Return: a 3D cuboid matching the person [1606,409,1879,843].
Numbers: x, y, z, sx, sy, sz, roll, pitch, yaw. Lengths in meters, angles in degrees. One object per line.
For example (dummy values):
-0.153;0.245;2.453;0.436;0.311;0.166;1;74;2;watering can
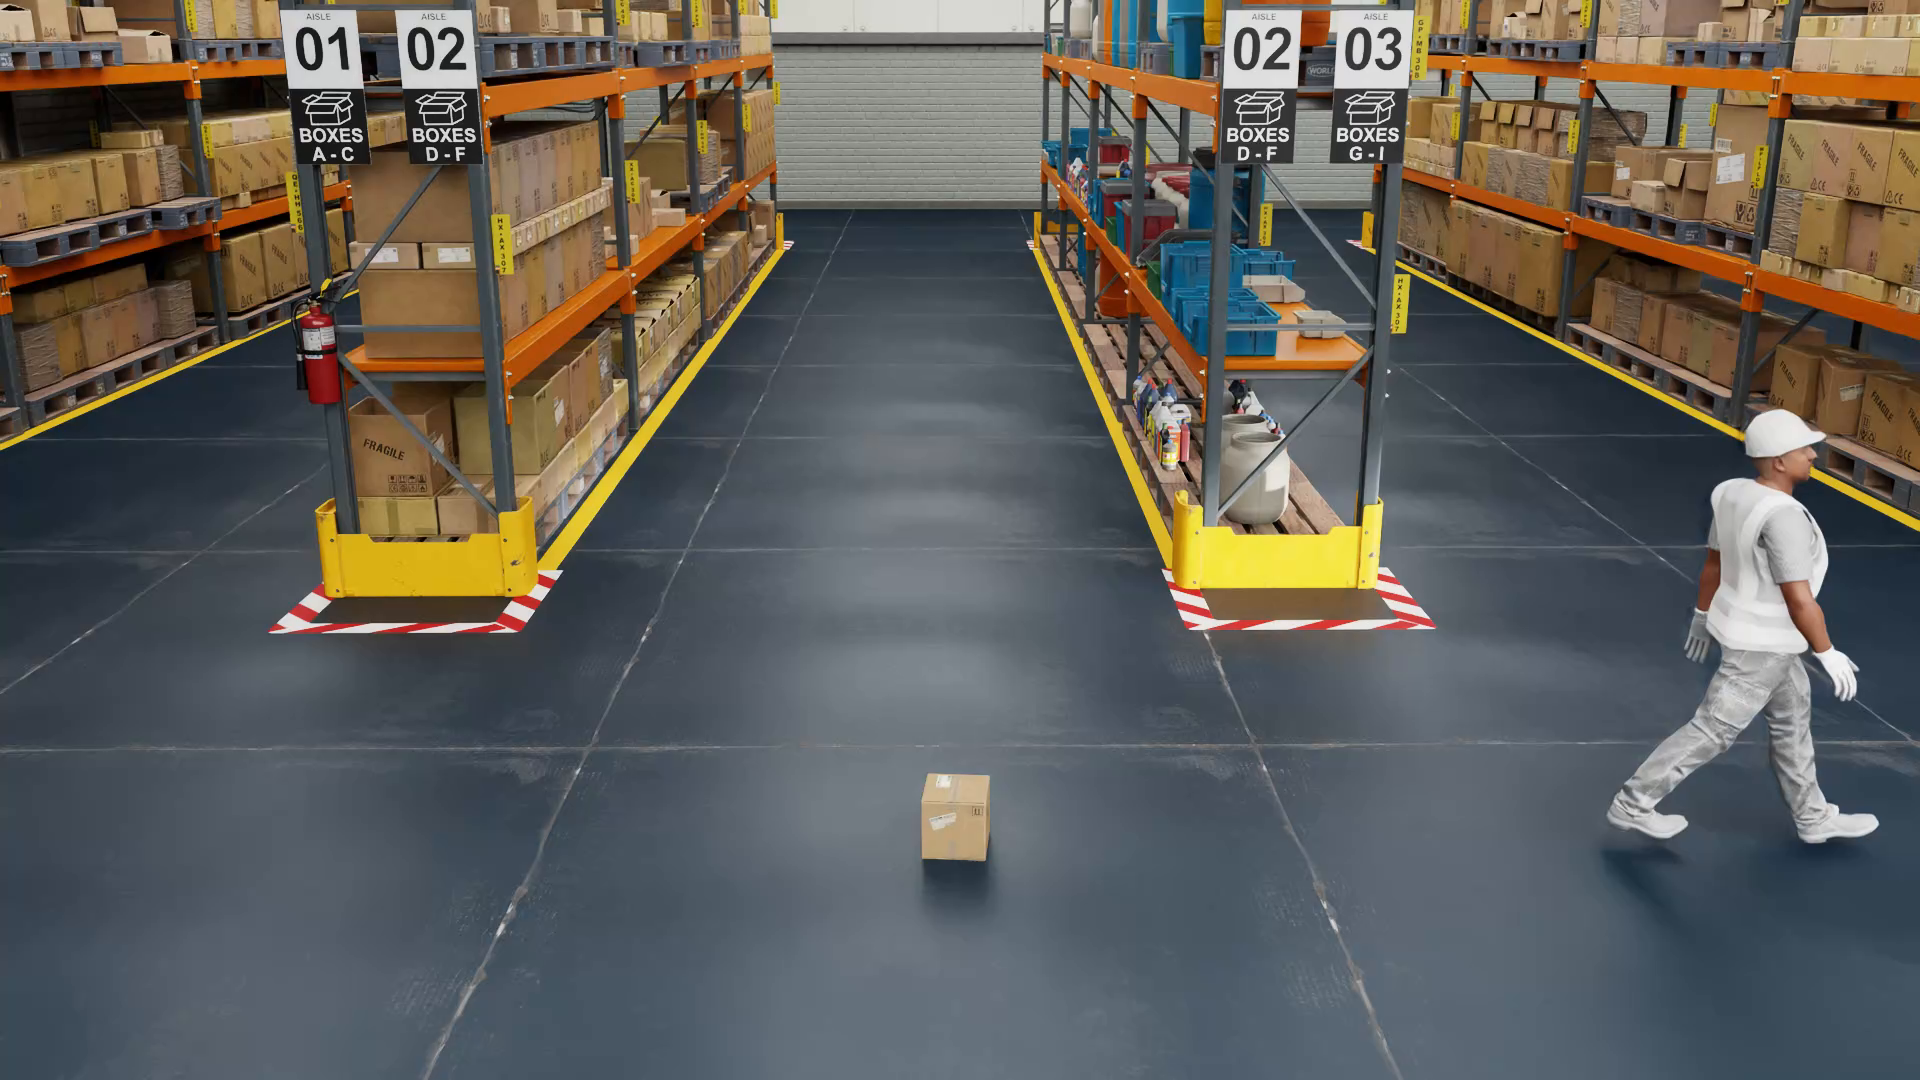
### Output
3.083;0.372;6.298;1.054;1.740;0.604;3;17;10;person
